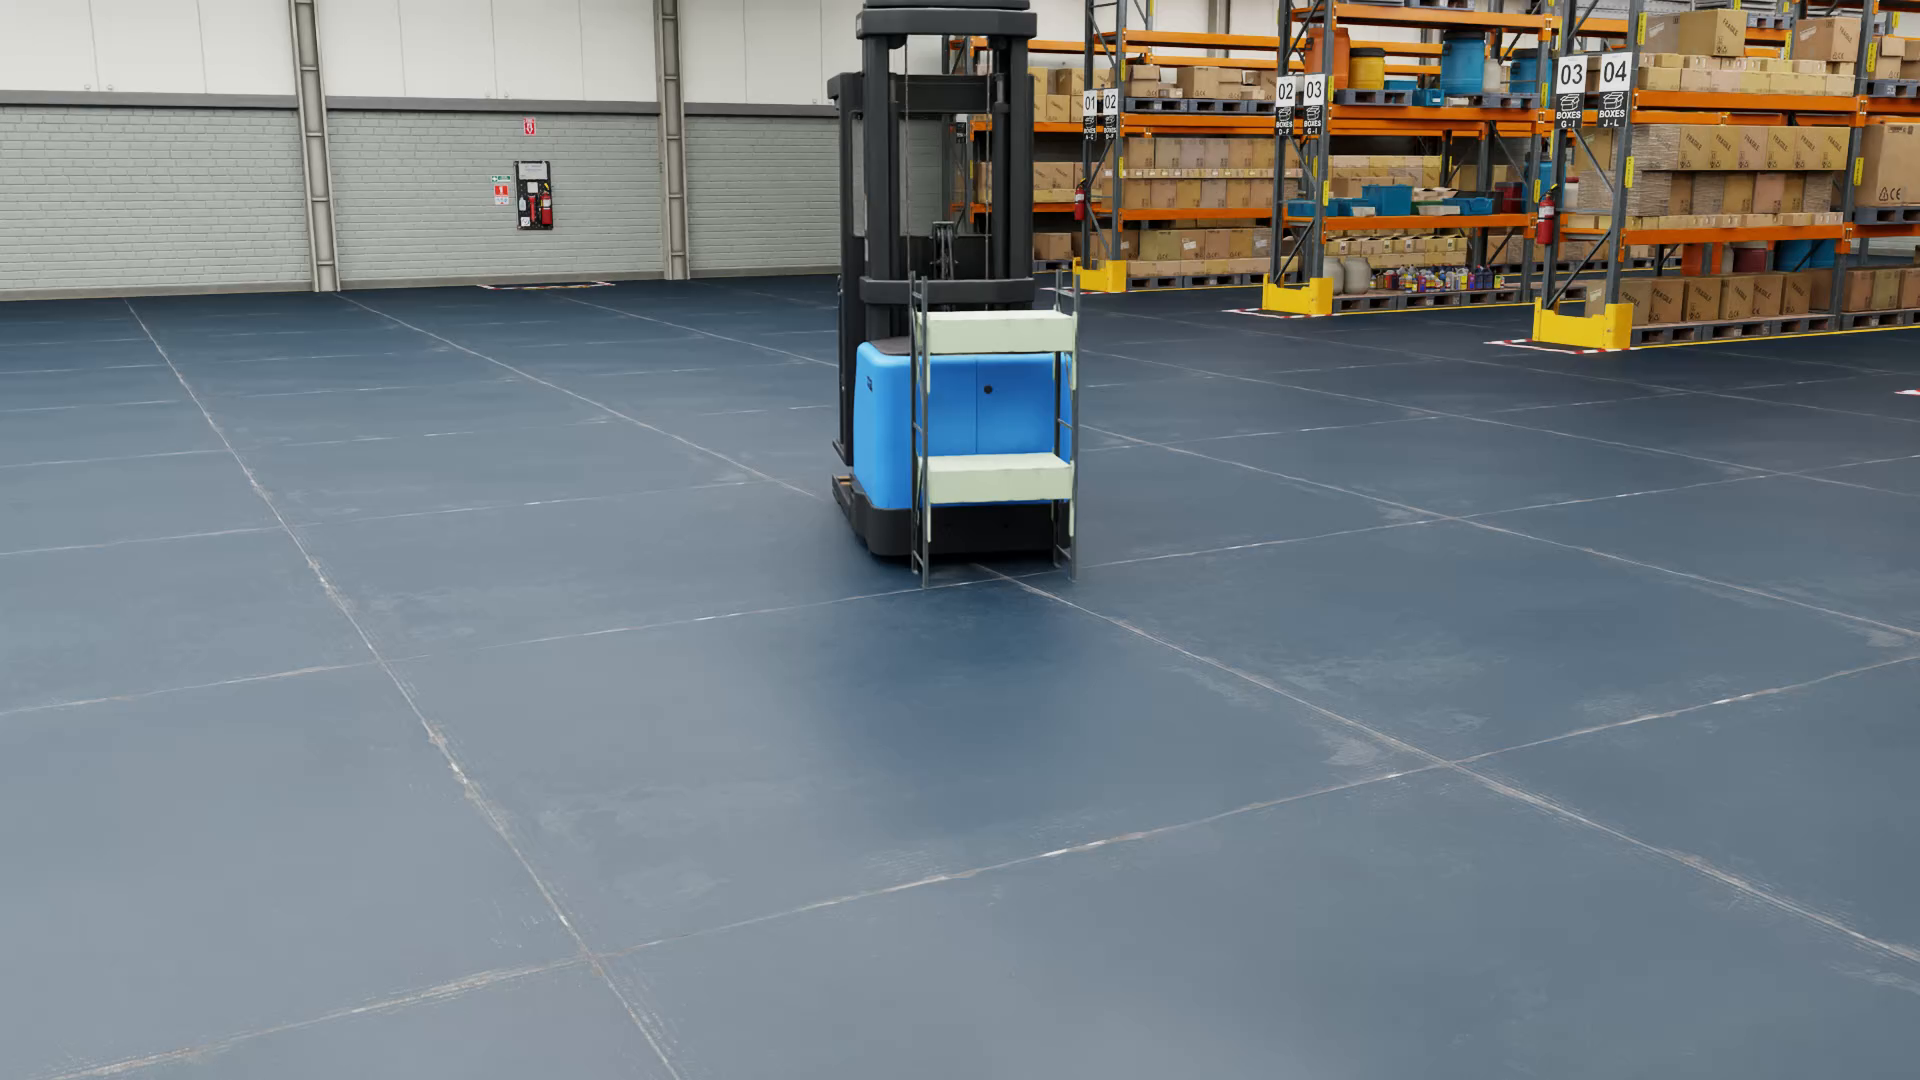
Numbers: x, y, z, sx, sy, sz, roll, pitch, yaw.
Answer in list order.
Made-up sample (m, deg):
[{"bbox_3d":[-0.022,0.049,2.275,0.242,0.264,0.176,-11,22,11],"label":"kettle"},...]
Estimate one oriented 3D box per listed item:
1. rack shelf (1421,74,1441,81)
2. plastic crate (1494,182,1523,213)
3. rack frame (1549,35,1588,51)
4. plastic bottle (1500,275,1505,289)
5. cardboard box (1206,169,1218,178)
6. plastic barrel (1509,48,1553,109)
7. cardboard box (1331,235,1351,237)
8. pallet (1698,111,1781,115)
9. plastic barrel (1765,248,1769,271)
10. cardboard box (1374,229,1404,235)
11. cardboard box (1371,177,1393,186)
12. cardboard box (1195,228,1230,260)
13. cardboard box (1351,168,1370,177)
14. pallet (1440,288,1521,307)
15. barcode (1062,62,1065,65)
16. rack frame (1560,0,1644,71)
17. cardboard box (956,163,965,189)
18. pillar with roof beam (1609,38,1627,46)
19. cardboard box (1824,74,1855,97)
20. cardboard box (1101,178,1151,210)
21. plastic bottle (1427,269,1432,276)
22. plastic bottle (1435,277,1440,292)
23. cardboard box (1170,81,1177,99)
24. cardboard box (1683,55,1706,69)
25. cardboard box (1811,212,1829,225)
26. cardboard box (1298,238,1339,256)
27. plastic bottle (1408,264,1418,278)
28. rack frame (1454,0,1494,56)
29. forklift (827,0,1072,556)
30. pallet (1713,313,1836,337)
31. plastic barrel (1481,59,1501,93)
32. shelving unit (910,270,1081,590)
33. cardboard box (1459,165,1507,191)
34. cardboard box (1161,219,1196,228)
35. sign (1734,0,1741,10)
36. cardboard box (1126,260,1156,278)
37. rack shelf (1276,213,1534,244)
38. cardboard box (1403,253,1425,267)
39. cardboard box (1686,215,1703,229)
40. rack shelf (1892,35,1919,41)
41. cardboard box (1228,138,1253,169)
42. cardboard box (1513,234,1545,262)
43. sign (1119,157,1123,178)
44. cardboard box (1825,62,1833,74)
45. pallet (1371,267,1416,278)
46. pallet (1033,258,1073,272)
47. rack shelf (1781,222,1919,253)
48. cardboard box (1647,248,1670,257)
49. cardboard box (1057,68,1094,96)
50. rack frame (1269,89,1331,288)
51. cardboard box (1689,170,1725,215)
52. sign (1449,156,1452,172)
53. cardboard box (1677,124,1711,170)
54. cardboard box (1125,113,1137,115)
[{"bbox_3d":[12.232,-10.427,37.494,4.000,0.370,1.077,-7,14,-28],"label":"rack shelf"},{"bbox_3d":[8.480,-5.226,25.353,0.583,0.464,0.402,-7,14,-28],"label":"plastic crate"},{"bbox_3d":[13.988,-11.183,38.306,0.127,3.000,1.000,-7,14,-28],"label":"rack frame"},{"bbox_3d":[8.033,-3.836,24.694,0.097,0.201,0.097,0,13,0],"label":"plastic bottle"},{"bbox_3d":[4.118,-6.146,27.880,0.250,0.149,0.380,-7,14,-27],"label":"cardboard box"},{"bbox_3d":[8.544,-6.888,24.911,0.708,0.901,0.600,-7,14,-28],"label":"plastic barrel"},{"bbox_3d":[6.943,-5.383,30.224,0.500,0.311,0.500,-7,14,-28],"label":"cardboard box"},{"bbox_3d":[12.431,-6.939,26.707,1.213,0.211,1.003,-7,14,-28],"label":"pallet"},{"bbox_3d":[13.578,-4.747,28.080,0.421,0.512,0.421,0,13,0],"label":"plastic barrel"},{"bbox_3d":[9.190,-6.804,36.452,0.750,0.750,0.750,-6,14,-26],"label":"cardboard box"},{"bbox_3d":[7.416,-6.274,29.930,0.500,0.500,0.500,-7,14,-28],"label":"cardboard box"},{"bbox_3d":[4.216,-5.019,28.178,0.500,0.500,0.500,-7,14,-28],"label":"cardboard box"},{"bbox_3d":[8.415,-7.726,35.655,0.500,0.500,0.500,-7,14,-28],"label":"cardboard box"},{"bbox_3d":[7.592,-3.662,24.900,1.213,0.211,1.003,-7,14,-28],"label":"pallet"},{"bbox_3d":[2.029,-9.321,32.536,0.075,0.075,0.001,-7,14,-28],"label":"barcode"},{"bbox_3d":[7.064,-6.636,18.102,0.127,3.000,1.000,-7,14,-28],"label":"rack frame"},{"bbox_3d":[0.256,-6.966,31.820,0.500,0.500,0.500,-7,14,-28],"label":"cardboard box"},{"bbox_3d":[18.006,-10.804,36.623,0.400,9.000,9.100,-7,14,-28],"label":"pillar with roof beam"},{"bbox_3d":[10.300,-5.422,19.881,0.500,0.250,0.500,-6,14,-26],"label":"cardboard box"},{"bbox_3d":[2.737,-5.714,27.442,0.500,0.500,0.700,-7,14,-28],"label":"cardboard box"},{"bbox_3d":[7.018,-3.921,24.912,0.097,0.271,0.097,0,13,0],"label":"plastic bottle"},{"bbox_3d":[6.907,-3.701,24.095,0.097,0.201,0.097,0,13,0],"label":"plastic bottle"},{"bbox_3d":[3.693,-7.543,27.888,0.500,0.311,0.500,-5,14,-21],"label":"cardboard box"},{"bbox_3d":[8.126,-5.353,18.663,0.250,0.149,0.380,-6,14,-26],"label":"cardboard box"},{"bbox_3d":[10.303,-3.904,20.197,0.250,0.149,0.380,-7,14,-28],"label":"cardboard box"},{"bbox_3d":[6.314,-5.172,29.289,0.500,0.311,0.500,-7,14,-28],"label":"cardboard box"},{"bbox_3d":[6.756,-3.938,24.805,0.185,0.351,0.144,-7,14,-28],"label":"plastic bottle"},{"bbox_3d":[9.343,-9.387,30.326,0.127,3.000,1.000,-7,14,-28],"label":"rack frame"},{"bbox_3d":[-0.172,-1.623,9.647,1.130,2.935,3.031,-2,13,-10],"label":"forklift"},{"bbox_3d":[10.003,-2.693,20.592,1.213,0.211,1.003,-7,14,-28],"label":"pallet"},{"bbox_3d":[7.730,-6.800,24.451,0.421,0.512,0.421,0,13,0],"label":"plastic barrel"},{"bbox_3d":[0.162,-0.547,8.123,0.755,1.500,0.431,-2,13,-10],"label":"shelving unit"},{"bbox_3d":[9.841,-6.802,31.319,0.700,0.500,0.500,11,17,41],"label":"cardboard box"},{"bbox_3d":[4.478,-6.483,34.066,0.500,0.250,0.500,-7,15,-29],"label":"cardboard box"},{"bbox_3d":[11.983,-8.170,25.651,0.005,0.325,0.100,-7,14,-28],"label":"sign"},{"bbox_3d":[2.898,-4.496,27.561,0.500,0.250,0.500,-7,14,-28],"label":"cardboard box"},{"bbox_3d":[6.446,-4.524,24.016,4.000,0.370,1.077,-7,14,-28],"label":"rack shelf"},{"bbox_3d":[8.104,-5.115,30.309,0.500,0.250,0.500,-6,14,-27],"label":"cardboard box"},{"bbox_3d":[8.316,-3.672,19.167,0.250,0.149,0.380,-7,14,-28],"label":"cardboard box"},{"bbox_3d":[16.979,-8.518,29.011,4.000,0.370,1.077,-7,14,-28],"label":"rack shelf"},{"bbox_3d":[4.563,-6.568,28.278,0.500,0.500,0.700,-7,14,-28],"label":"cardboard box"},{"bbox_3d":[10.779,-5.557,31.659,0.500,0.500,0.500,-7,14,-29],"label":"cardboard box"},{"bbox_3d":[2.582,-5.972,26.664,0.005,0.325,0.100,-7,14,-28],"label":"sign"},{"bbox_3d":[10.150,-5.615,19.828,0.250,0.149,0.380,-7,14,-27],"label":"cardboard box"},{"bbox_3d":[7.532,-4.894,30.373,1.213,0.211,1.003,-7,14,-28],"label":"pallet"},{"bbox_3d":[1.810,-5.427,32.743,1.213,0.211,1.003,-7,14,-28],"label":"pallet"},{"bbox_3d":[12.331,-3.990,21.644,4.000,0.370,1.077,-7,14,-28],"label":"rack shelf"},{"bbox_3d":[14.080,-5.809,33.541,0.250,0.166,0.380,-7,14,-28],"label":"cardboard box"},{"bbox_3d":[2.216,-8.782,31.918,0.500,0.500,0.500,-7,15,-30],"label":"cardboard box"},{"bbox_3d":[4.691,-4.664,23.002,0.127,3.000,1.000,-7,14,-28],"label":"rack frame"},{"bbox_3d":[8.401,-4.076,19.484,0.500,0.500,0.875,-7,14,-28],"label":"cardboard box"},{"bbox_3d":[10.745,-8.258,36.516,0.005,0.325,0.100,-7,14,-28],"label":"sign"},{"bbox_3d":[8.120,-4.448,18.859,0.500,0.500,0.500,-7,14,-28],"label":"cardboard box"},{"bbox_3d":[3.128,-8.415,32.564,0.500,0.500,0.500,-6,14,-26],"label":"cardboard box"}]
